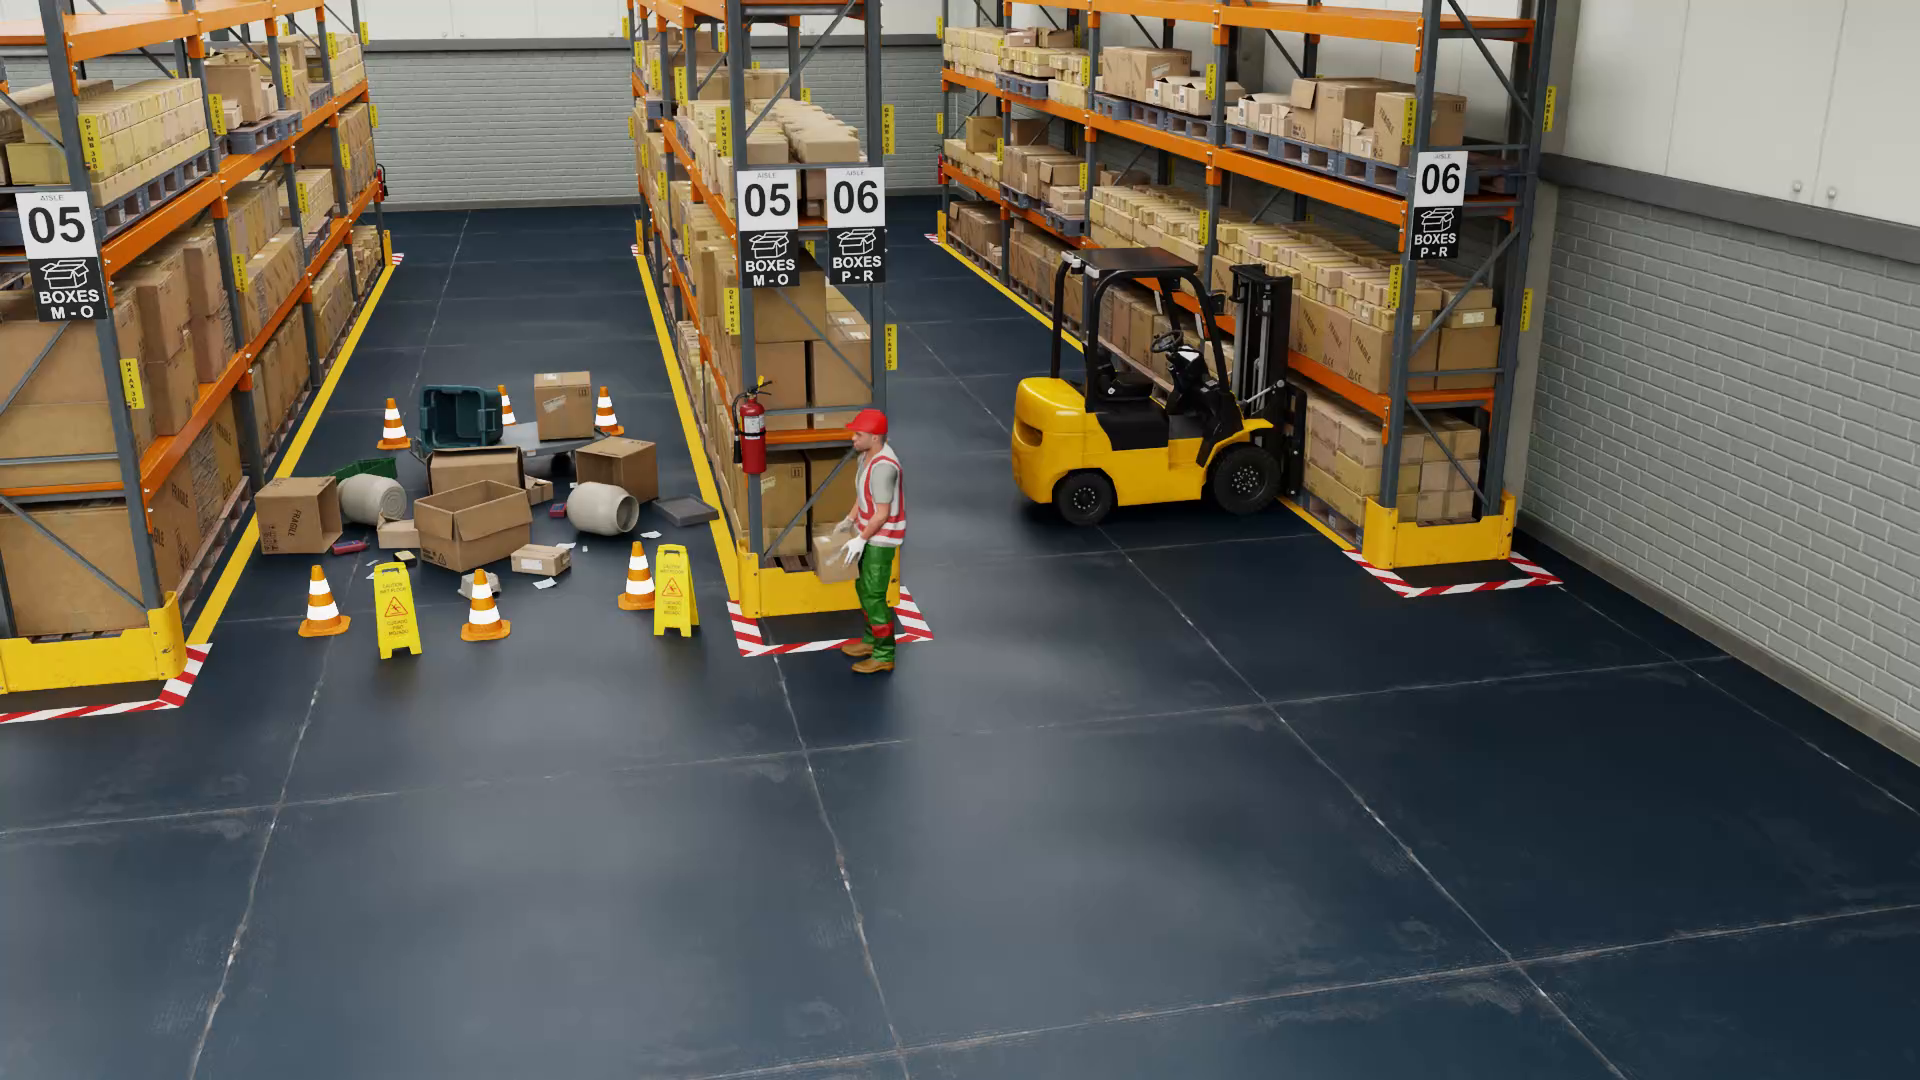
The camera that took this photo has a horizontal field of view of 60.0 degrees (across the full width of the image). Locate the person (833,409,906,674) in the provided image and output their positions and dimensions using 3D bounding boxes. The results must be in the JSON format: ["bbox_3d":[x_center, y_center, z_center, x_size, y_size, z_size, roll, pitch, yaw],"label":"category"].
[{"bbox_3d":[-0.597,-0.002,11.036,0.449,1.791,0.537,-5,20,-14],"label":"person"}]
